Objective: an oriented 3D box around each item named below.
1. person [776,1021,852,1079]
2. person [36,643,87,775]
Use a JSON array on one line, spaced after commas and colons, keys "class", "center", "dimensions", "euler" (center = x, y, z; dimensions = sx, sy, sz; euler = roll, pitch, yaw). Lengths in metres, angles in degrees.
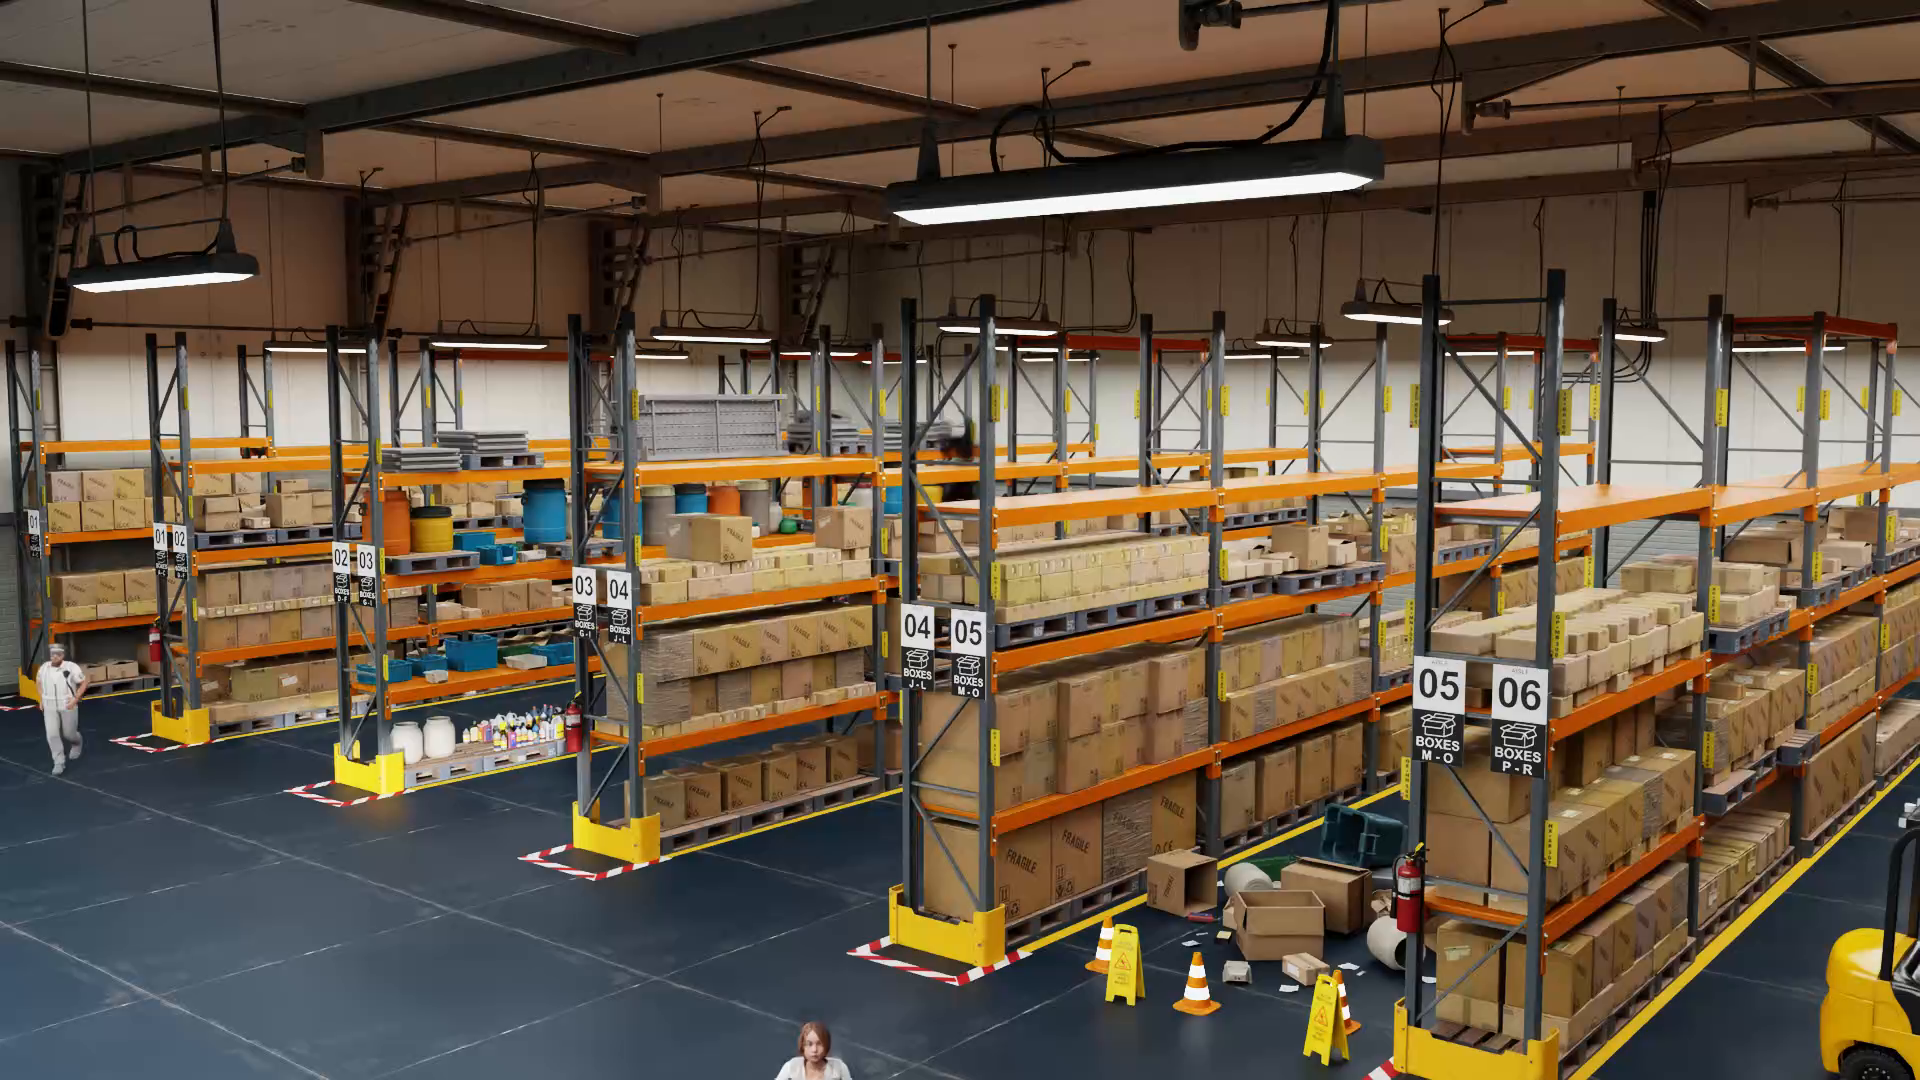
[{"class": "person", "center": [-0.839, 3.526, 9.576], "dimensions": [0.550, 1.589, 0.675], "euler": [0, 5, -4]}, {"class": "person", "center": [-12.270, 2.262, 22.717], "dimensions": [0.653, 1.764, 0.810], "euler": [-2, 5, -17]}]
